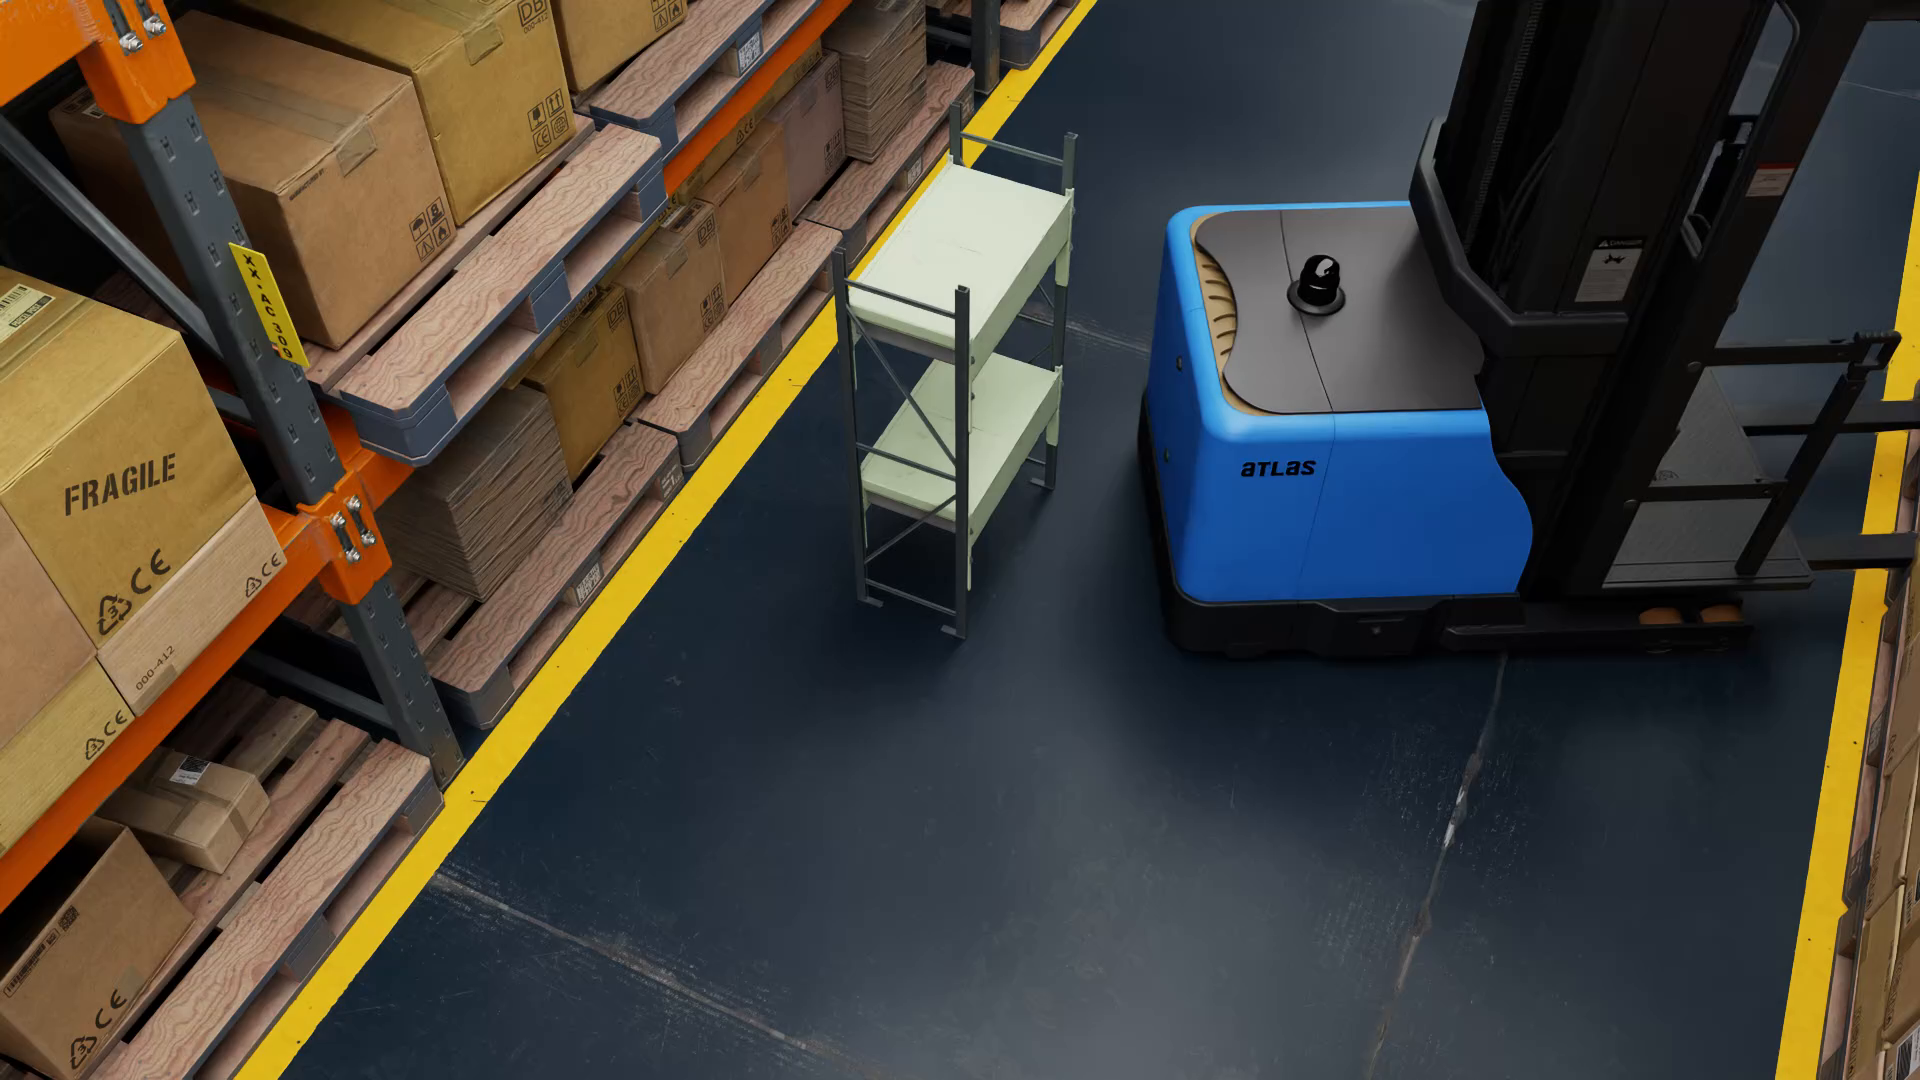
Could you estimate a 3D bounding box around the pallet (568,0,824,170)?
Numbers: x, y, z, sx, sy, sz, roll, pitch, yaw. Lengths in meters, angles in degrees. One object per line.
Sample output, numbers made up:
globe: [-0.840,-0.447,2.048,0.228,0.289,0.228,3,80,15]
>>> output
pallet: [-1.109,-1.718,5.369,1.003,0.211,1.213,20,52,16]

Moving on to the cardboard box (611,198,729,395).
cardboard box: [-1.280,-0.958,5.948,0.700,0.500,0.500,20,53,16]

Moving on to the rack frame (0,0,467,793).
rack frame: [-2.009,-0.403,4.123,1.000,3.000,0.127,20,52,16]

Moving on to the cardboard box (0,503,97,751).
cardboard box: [-2.139,0.168,3.230,0.500,0.500,0.500,20,52,16]

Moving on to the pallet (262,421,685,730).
pallet: [-1.678,-0.036,5.642,1.003,0.211,1.213,20,52,16]

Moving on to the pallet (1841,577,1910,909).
pallet: [3.271,0.747,4.976,1.003,0.211,1.213,20,52,16]

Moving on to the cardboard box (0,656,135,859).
cardboard box: [-2.158,0.405,3.521,0.500,0.250,0.500,20,52,16]

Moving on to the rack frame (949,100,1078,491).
rack frame: [0.154,-0.733,5.389,0.400,1.500,0.023,20,52,16]

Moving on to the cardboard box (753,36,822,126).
cardboard box: [-0.861,-1.848,6.213,0.500,0.250,0.500,21,53,17]

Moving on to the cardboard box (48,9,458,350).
cardboard box: [-1.761,-0.917,4.206,0.700,0.500,0.500,20,52,16]

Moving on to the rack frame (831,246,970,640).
rack frame: [-0.159,-0.229,4.960,0.400,1.500,0.023,20,52,16]

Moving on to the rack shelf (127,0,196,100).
rack shelf: [-1.155,-2.519,4.427,1.077,0.370,4.000,20,52,16]

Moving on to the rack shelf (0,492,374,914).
rack shelf: [-2.864,1.208,3.225,1.077,0.370,4.000,20,52,16]

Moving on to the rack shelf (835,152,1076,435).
rack shelf: [-0.003,-0.734,4.878,0.431,0.370,0.720,20,52,16]

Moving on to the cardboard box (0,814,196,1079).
cardboard box: [-2.416,0.993,4.288,0.500,0.500,0.500,16,52,13]

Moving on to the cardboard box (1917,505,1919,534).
cardboard box: [3.477,-0.181,5.464,0.500,0.250,0.500,18,52,15]

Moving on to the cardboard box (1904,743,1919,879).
cardboard box: [2.817,0.704,4.342,0.500,0.311,0.500,20,52,16]

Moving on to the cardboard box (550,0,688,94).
cardboard box: [-1.263,-1.763,4.926,0.700,0.500,0.500,27,55,21]

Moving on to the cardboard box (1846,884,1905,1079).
cardboard box: [2.604,1.234,4.260,0.500,0.250,0.500,19,52,16]

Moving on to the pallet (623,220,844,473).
pallet: [-1.158,-0.879,6.359,1.003,0.211,1.213,20,52,16]

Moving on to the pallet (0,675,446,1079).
pallet: [-2.264,0.975,4.782,1.003,0.211,1.213,20,52,16]

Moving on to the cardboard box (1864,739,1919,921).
cardboard box: [2.822,0.882,4.560,0.500,0.250,0.500,21,53,17]

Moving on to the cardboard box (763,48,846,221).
cardboard box: [-0.886,-1.660,6.545,0.700,0.500,0.500,20,52,16]

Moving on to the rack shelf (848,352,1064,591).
rack shelf: [-0.003,-0.270,5.423,0.431,0.370,0.720,20,52,16]

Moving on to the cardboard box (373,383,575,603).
cardboard box: [-1.710,-0.247,5.343,0.700,0.500,0.500,21,53,17]

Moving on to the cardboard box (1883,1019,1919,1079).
cardboard box: [2.385,1.408,3.744,0.500,0.311,0.500,20,52,16]

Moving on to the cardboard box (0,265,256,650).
cardboard box: [-1.931,-0.177,3.524,0.500,0.500,0.500,20,52,16]

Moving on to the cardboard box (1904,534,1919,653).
cardboard box: [3.260,0.179,5.158,0.500,0.250,0.500,19,52,15]

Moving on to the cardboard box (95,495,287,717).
cardboard box: [-1.937,0.064,3.811,0.500,0.250,0.500,20,52,16]

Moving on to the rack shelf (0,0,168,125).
rack shelf: [-2.864,0.236,2.083,1.077,0.370,4.000,20,52,16]

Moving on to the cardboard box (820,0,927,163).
cardboard box: [-0.561,-1.977,6.815,0.700,0.500,0.500,20,53,17]

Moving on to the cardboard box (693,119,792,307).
cardboard box: [-1.073,-1.309,6.246,0.700,0.500,0.500,20,52,16]

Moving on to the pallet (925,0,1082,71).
pallet: [0.105,-2.772,7.970,1.003,0.211,1.213,20,52,16]

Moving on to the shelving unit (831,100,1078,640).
shelving unit: [-0.003,-0.481,5.175,0.431,1.500,0.755,20,52,16]

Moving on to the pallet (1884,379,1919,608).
pallet: [3.793,-0.090,5.688,1.003,0.211,1.213,20,52,16]

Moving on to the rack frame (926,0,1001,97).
rack frame: [-0.300,-3.157,6.467,1.000,3.000,0.127,20,52,16]

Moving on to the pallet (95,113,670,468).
pallet: [-1.551,-0.819,4.604,1.003,0.211,1.213,20,52,16]

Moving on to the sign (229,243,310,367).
sign: [-1.515,-0.512,3.648,0.100,0.325,0.005,20,52,16]

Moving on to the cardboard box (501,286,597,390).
cardboard box: [-1.525,-0.795,5.317,0.500,0.250,0.500,19,52,15]

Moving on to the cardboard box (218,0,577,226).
cardboard box: [-1.516,-1.299,4.532,0.700,0.500,0.500,25,54,20]

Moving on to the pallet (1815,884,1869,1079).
pallet: [2.751,1.590,4.258,1.003,0.211,1.213,20,52,16]

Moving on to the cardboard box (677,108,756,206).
cardboard box: [-1.076,-1.492,5.910,0.500,0.250,0.500,20,52,16]

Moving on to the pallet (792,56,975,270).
pallet: [-0.635,-1.716,7.071,1.003,0.211,1.213,20,52,16]

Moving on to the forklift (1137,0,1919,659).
forklift: [2.166,-0.985,4.664,3.031,2.935,1.130,-2,50,-2]

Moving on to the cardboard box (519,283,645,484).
cardboard box: [-1.534,-0.620,5.660,0.700,0.500,0.500,19,52,15]

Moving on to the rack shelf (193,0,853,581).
rack shelf: [-1.155,-1.547,5.569,1.077,0.370,4.000,20,52,16]

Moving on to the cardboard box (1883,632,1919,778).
cardboard box: [3.041,0.532,4.858,0.500,0.250,0.500,21,53,17]

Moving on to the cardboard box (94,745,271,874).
cardboard box: [-2.211,0.751,4.713,0.380,0.166,0.250,14,51,11]

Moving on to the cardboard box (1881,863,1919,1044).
cardboard box: [2.602,1.047,4.051,0.500,0.311,0.500,21,53,17]

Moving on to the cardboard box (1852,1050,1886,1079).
cardboard box: [2.386,1.582,3.964,0.500,0.250,0.500,19,52,16]

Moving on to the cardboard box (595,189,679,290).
cardboard box: [-1.306,-1.154,5.623,0.500,0.250,0.500,18,52,15]
